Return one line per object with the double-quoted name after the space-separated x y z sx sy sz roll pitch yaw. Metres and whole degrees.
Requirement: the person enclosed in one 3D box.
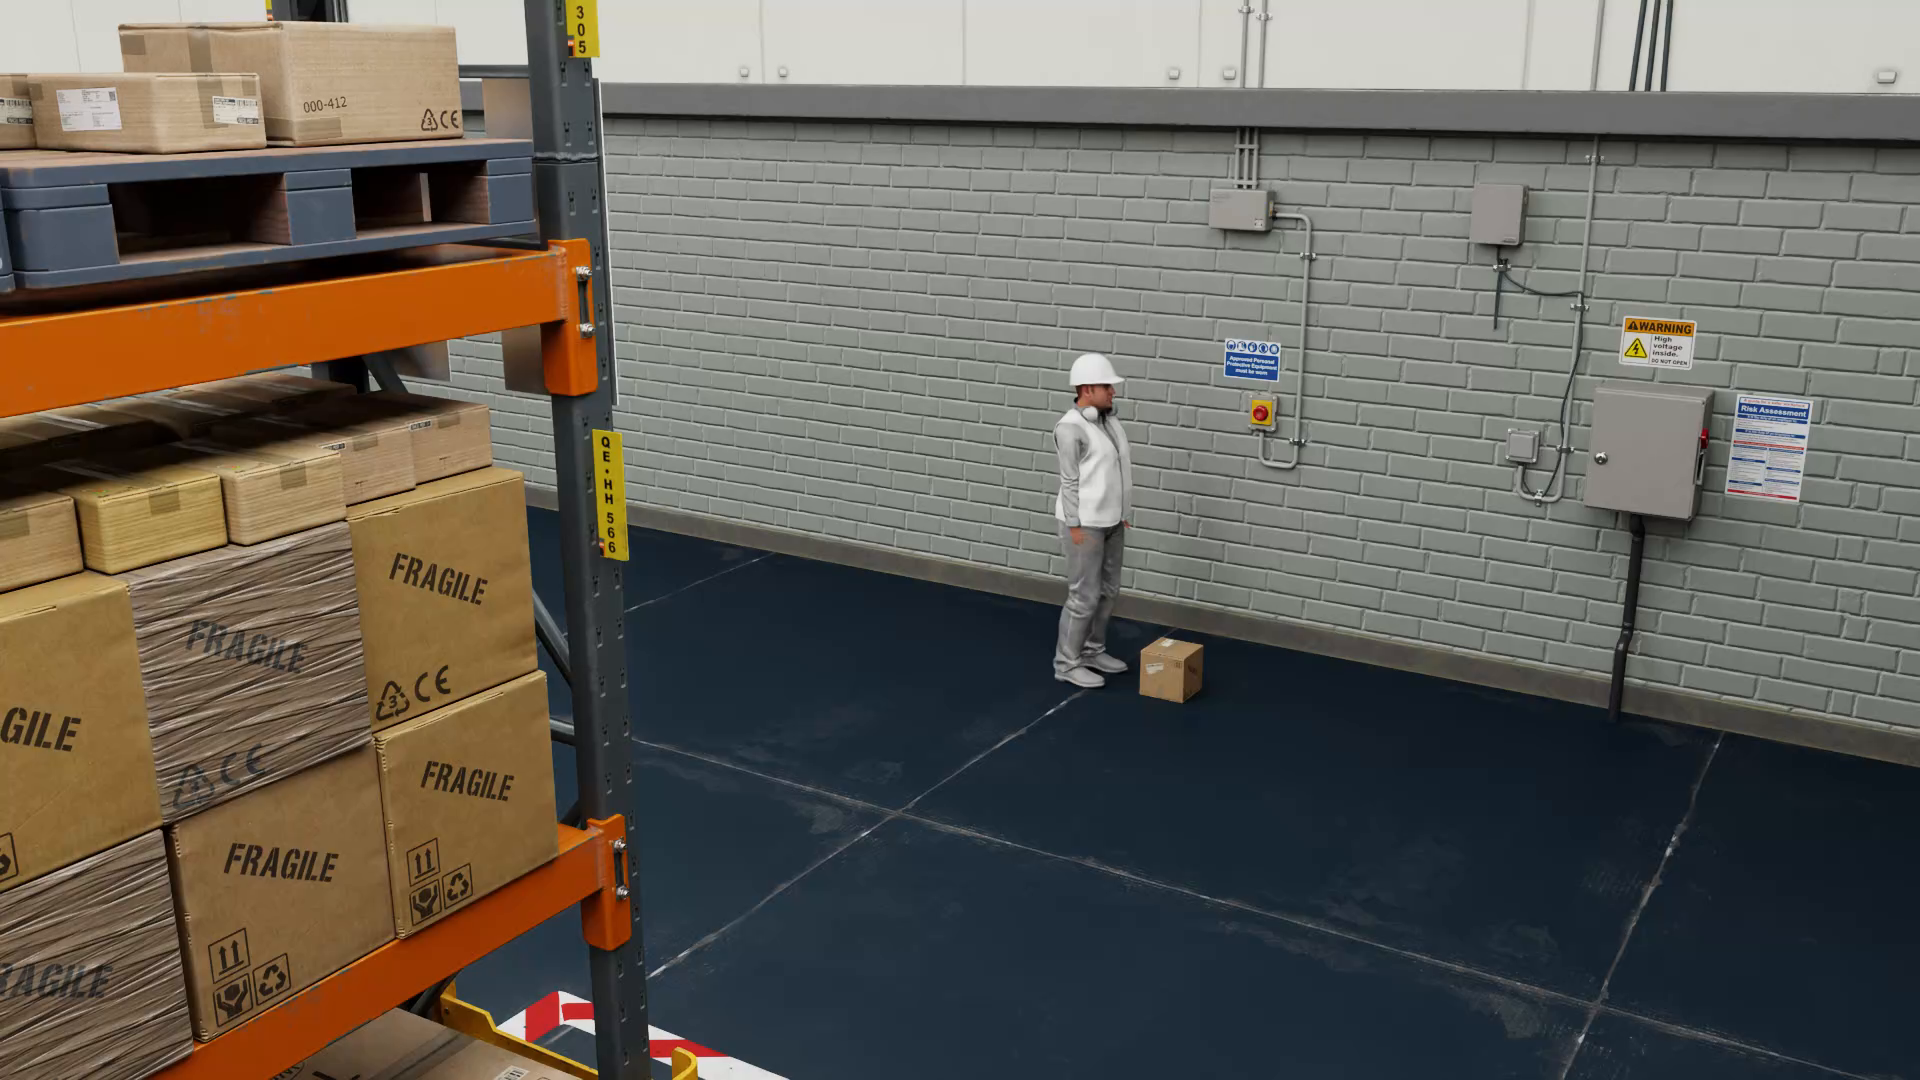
0.720 -0.113 8.887 0.359 1.769 0.531 10 19 32 "person"
